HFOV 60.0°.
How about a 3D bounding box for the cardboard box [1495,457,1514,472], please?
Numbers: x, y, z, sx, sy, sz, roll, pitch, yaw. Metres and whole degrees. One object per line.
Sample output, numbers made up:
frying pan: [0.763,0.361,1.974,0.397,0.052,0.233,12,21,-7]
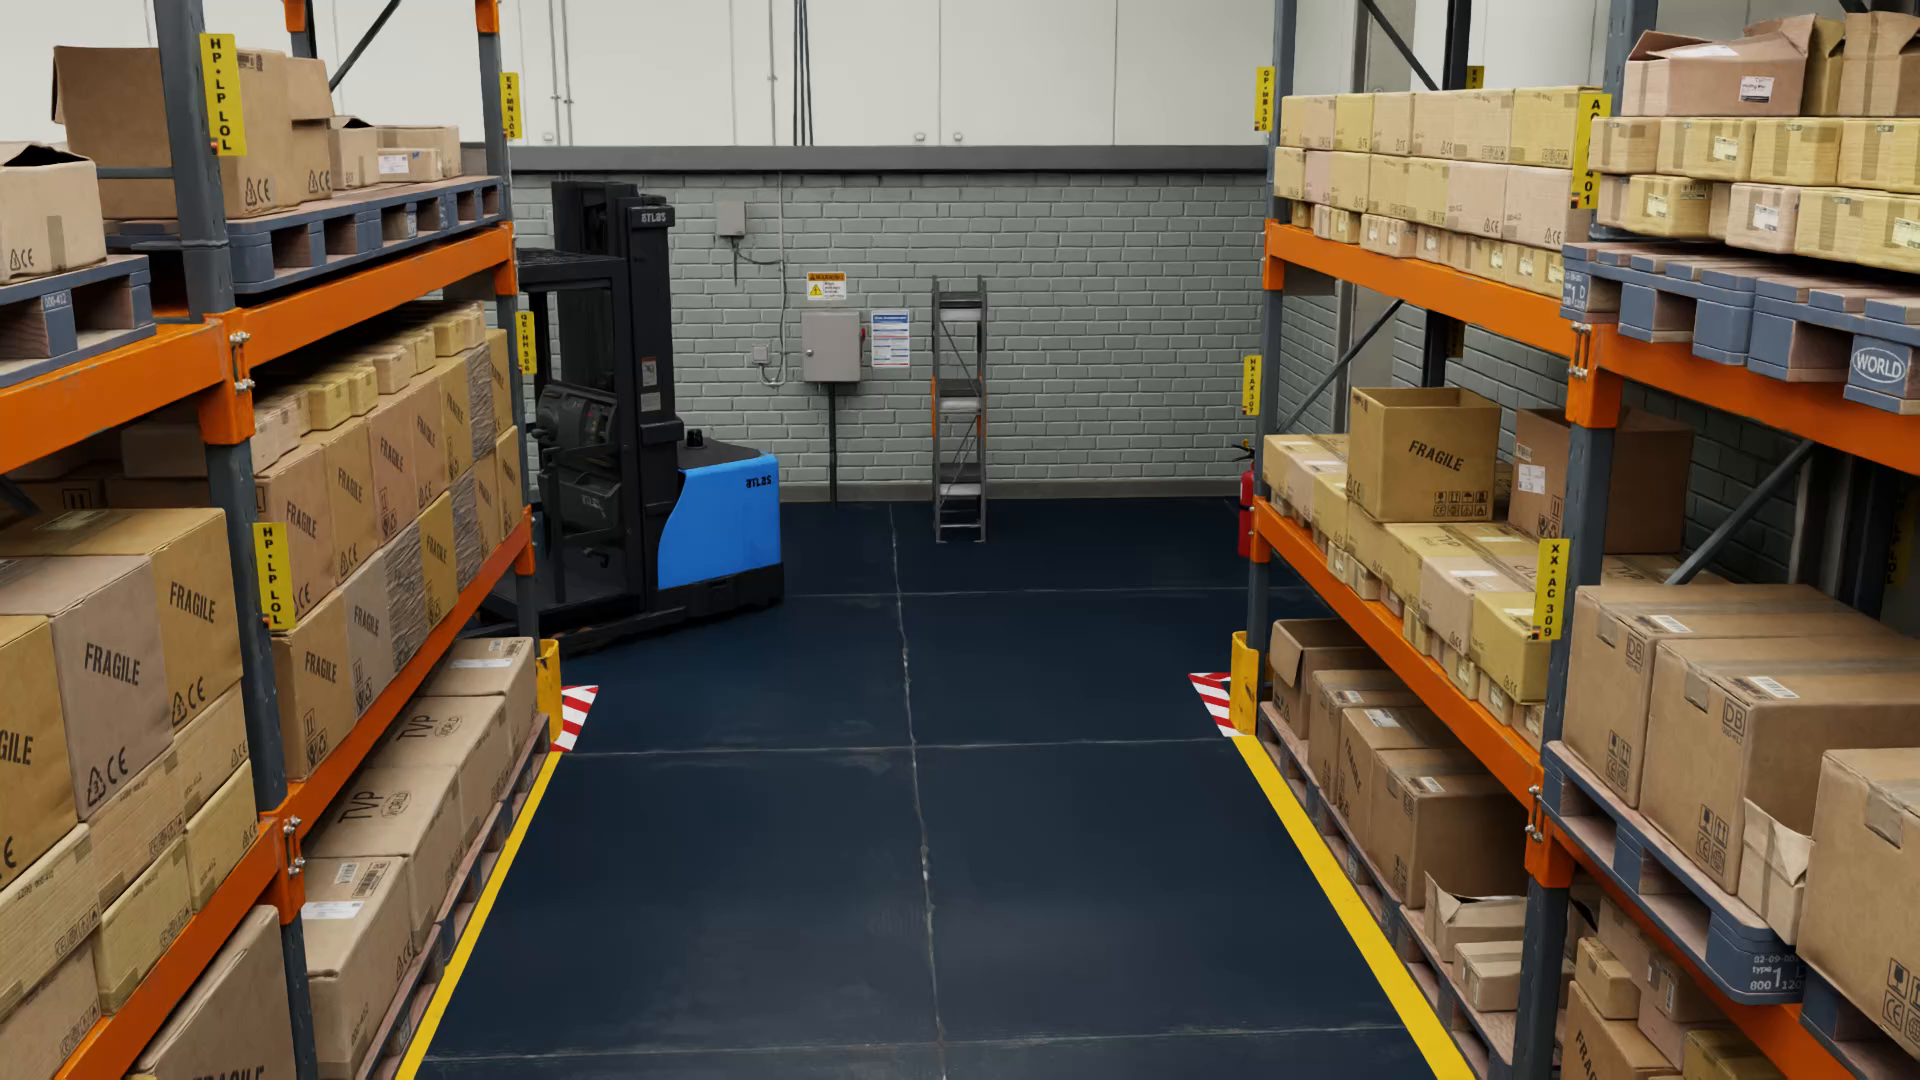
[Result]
cardboard box: [2.456,-0.264,8.239,0.500,0.250,0.500,-1,14,-3]

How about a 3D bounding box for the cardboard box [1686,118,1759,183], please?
cardboard box: [2.022,-0.954,4.057,0.380,0.149,0.250,-1,14,-4]

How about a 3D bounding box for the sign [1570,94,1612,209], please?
sign: [1.839,-1.130,4.840,0.100,0.325,0.005,-1,14,-3]

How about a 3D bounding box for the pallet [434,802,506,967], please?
pallet: [-2.622,1.497,7.286,1.003,0.211,1.213,-1,14,-3]

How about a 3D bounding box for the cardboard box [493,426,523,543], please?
cardboard box: [-2.528,-0.287,8.420,0.500,0.500,0.500,-1,14,-3]

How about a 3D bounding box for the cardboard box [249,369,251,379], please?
cardboard box: [-2.927,-0.597,6.317,0.380,0.149,0.250,-1,14,-5]

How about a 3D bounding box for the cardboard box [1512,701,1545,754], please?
cardboard box: [2.108,0.609,5.642,0.380,0.149,0.250,-1,14,-3]

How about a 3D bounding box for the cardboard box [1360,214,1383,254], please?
cardboard box: [1.918,-1.297,7.032,0.380,0.149,0.250,-1,14,-3]

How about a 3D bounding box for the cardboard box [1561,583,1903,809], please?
cardboard box: [2.187,0.435,4.772,0.700,0.500,0.500,-1,14,-2]

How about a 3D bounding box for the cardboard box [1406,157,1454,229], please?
cardboard box: [2.037,-1.334,6.375,0.500,0.250,0.500,-1,14,-2]

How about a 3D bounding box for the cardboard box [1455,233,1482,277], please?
cardboard box: [2.032,-1.042,6.040,0.380,0.149,0.250,-1,14,-4]

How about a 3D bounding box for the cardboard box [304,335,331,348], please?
cardboard box: [-2.984,-0.848,7.294,0.380,0.149,0.250,-1,14,-3]

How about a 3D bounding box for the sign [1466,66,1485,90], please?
sign: [2.687,-2.317,8.714,0.100,0.325,0.005,-1,14,-3]

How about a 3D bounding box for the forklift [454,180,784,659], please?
forklift: [-2.668,-0.806,10.776,3.031,2.935,1.130,-13,19,-41]

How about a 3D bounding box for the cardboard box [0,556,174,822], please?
cardboard box: [-2.256,0.344,3.963,0.500,0.500,0.500,-1,14,-2]

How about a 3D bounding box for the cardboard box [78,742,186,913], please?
cardboard box: [-2.266,0.701,4.078,0.500,0.250,0.500,-1,14,-2]

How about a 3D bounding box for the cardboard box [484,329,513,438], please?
cardboard box: [-2.554,-0.770,8.294,0.500,0.500,0.500,0,14,-2]

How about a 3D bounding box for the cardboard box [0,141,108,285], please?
cardboard box: [-2.310,-0.756,3.762,0.500,0.311,0.500,-1,14,-3]

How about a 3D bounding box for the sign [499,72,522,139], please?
sign: [-2.279,-2.202,8.428,0.100,0.325,0.005,-1,14,-3]

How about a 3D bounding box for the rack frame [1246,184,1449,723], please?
rack frame: [2.132,-0.432,9.184,1.000,3.000,0.127,-1,14,-3]

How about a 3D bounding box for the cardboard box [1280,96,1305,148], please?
cardboard box: [1.909,-2.084,8.286,0.500,0.250,0.500,-1,14,-4]

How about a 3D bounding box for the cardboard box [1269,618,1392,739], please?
cardboard box: [2.075,0.728,8.846,0.797,0.503,0.637,-1,15,-6]

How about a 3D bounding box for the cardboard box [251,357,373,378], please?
cardboard box: [-2.464,-0.605,6.351,0.380,0.149,0.250,-1,14,-4]

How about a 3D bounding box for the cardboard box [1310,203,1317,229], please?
cardboard box: [1.962,-1.615,8.268,0.380,0.149,0.250,-1,14,-2]

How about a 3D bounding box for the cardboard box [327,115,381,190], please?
cardboard box: [-2.779,-1.642,7.005,0.500,0.311,0.500,-1,14,-2]

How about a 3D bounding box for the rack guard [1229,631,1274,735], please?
rack guard: [2.137,0.798,9.422,1.175,0.500,0.348,-1,14,-3]

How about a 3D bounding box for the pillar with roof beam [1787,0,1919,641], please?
pillar with roof beam: [-1.060,-2.463,5.039,9.100,9.000,0.400,-1,14,-3]

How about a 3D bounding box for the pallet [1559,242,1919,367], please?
pallet: [2.350,-0.635,4.333,1.213,0.211,1.003,-1,14,-3]

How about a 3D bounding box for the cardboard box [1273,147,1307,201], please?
cardboard box: [1.887,-1.841,8.347,0.500,0.250,0.500,-1,14,-4]

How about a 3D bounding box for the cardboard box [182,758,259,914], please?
cardboard box: [-2.295,0.821,4.617,0.500,0.250,0.500,-1,14,-5]

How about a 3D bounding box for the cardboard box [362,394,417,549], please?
cardboard box: [-2.407,-0.267,6.339,0.500,0.500,0.500,-1,14,-2]

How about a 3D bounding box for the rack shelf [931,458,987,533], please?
rack shelf: [-0.010,-0.367,13.603,0.431,0.518,0.480,-1,14,-3]

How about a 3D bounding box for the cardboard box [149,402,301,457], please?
cardboard box: [-2.366,-0.352,5.366,0.380,0.149,0.250,-1,14,-3]

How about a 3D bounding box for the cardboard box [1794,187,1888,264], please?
cardboard box: [2.067,-0.685,3.611,0.380,0.149,0.250,-1,14,-4]

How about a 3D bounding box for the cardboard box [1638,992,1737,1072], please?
cardboard box: [2.231,1.417,4.870,0.380,0.149,0.250,-1,14,-5]

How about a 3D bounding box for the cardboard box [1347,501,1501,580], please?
cardboard box: [2.010,-0.008,7.241,0.500,0.250,0.500,-1,14,-5]

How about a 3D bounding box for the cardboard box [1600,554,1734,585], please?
cardboard box: [2.581,0.240,6.279,0.500,0.250,0.500,-1,14,-4]

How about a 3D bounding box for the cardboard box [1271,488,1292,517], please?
cardboard box: [1.879,-0.224,8.881,0.380,0.149,0.250,-1,14,-4]

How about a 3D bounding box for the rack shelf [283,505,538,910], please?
rack shelf: [-2.698,0.492,7.039,1.077,0.370,4.000,-1,14,-3]

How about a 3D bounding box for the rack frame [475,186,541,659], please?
rack frame: [-2.822,-0.354,8.883,1.000,3.000,0.127,-1,14,-3]

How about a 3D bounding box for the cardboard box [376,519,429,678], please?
cardboard box: [-2.393,0.223,6.441,0.500,0.500,0.500,-1,14,-3]

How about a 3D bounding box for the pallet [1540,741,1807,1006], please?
pallet: [2.321,0.857,4.563,1.003,0.211,1.213,-1,14,-3]

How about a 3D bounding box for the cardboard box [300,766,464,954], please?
cardboard box: [-2.562,1.298,6.762,0.875,0.438,0.875,-1,14,-5]

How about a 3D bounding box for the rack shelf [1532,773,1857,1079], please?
rack shelf: [2.504,1.409,3.474,1.077,0.370,4.000,-1,14,-3]

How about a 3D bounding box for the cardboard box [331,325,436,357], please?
cardboard box: [-2.540,-0.860,7.339,0.380,0.149,0.250,-1,14,-4]

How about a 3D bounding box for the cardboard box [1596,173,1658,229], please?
cardboard box: [2.002,-0.939,4.598,0.380,0.149,0.250,-1,14,-3]

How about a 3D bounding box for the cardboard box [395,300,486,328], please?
cardboard box: [-2.600,-1.115,8.330,0.380,0.149,0.250,-1,14,-3]

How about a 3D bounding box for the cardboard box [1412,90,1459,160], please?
cardboard box: [2.045,-1.577,6.317,0.500,0.250,0.500,-1,14,-2]

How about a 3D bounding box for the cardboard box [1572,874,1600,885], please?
cardboard box: [2.548,1.465,6.693,0.380,0.149,0.250,-1,14,-4]

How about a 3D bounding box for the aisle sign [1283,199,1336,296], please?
aisle sign: [1.835,-1.703,8.909,0.394,0.787,0.004,-1,14,-3]

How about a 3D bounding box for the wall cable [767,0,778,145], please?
wall cable: [-2.705,-4.681,13.659,2.355,3.000,0.029,-1,14,-3]

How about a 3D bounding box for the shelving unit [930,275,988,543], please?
shelving unit: [-0.010,-1.058,13.425,0.431,2.100,0.503,-1,14,-3]

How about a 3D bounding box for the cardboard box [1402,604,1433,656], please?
cardboard box: [1.997,0.352,6.643,0.380,0.149,0.250,-1,14,-4]

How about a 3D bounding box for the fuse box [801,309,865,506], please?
fuse box: [-1.089,-1.128,14.477,0.539,1.711,0.414,-1,14,-3]
